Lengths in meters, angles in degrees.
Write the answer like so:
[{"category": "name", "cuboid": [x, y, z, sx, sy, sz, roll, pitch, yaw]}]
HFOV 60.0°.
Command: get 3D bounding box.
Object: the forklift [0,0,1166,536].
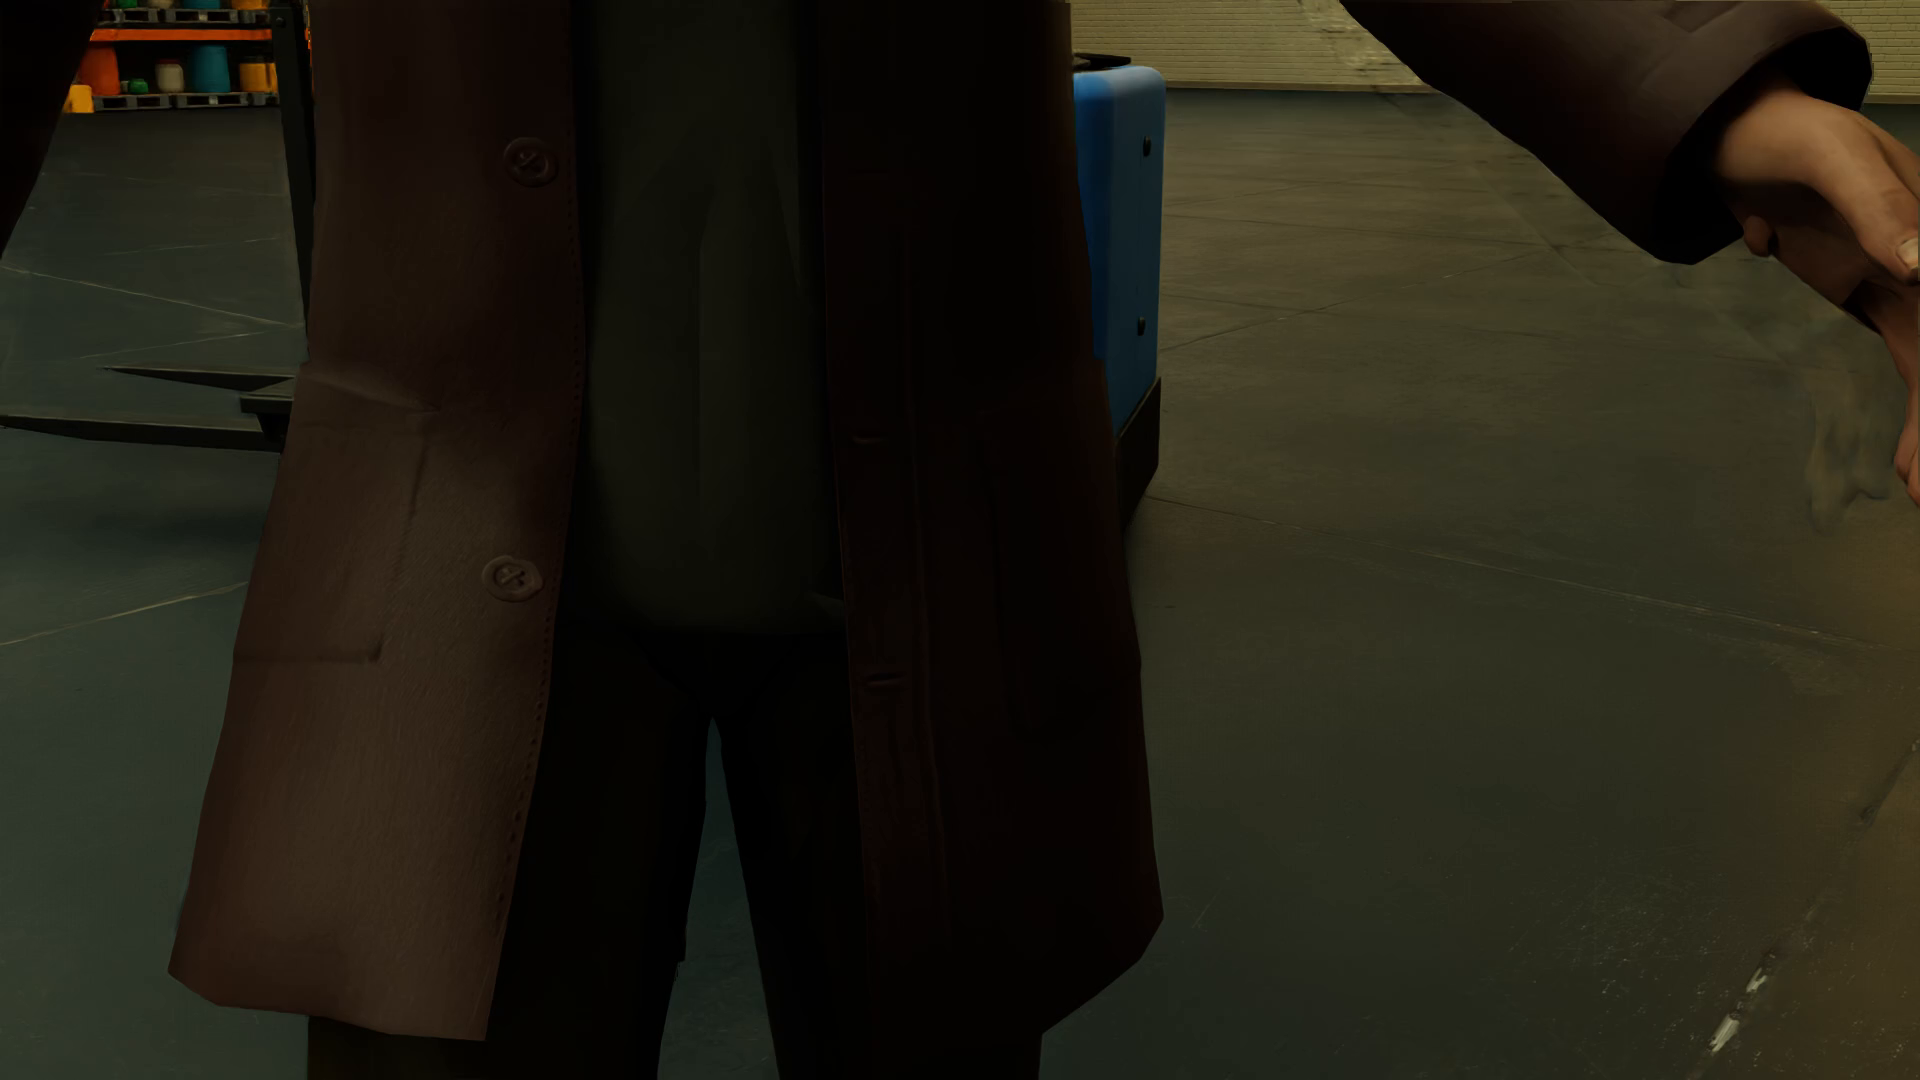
[{"category": "forklift", "cuboid": [-1.060, -1.506, 3.858, 3.031, 2.935, 1.130, 4, 17, 13]}]
